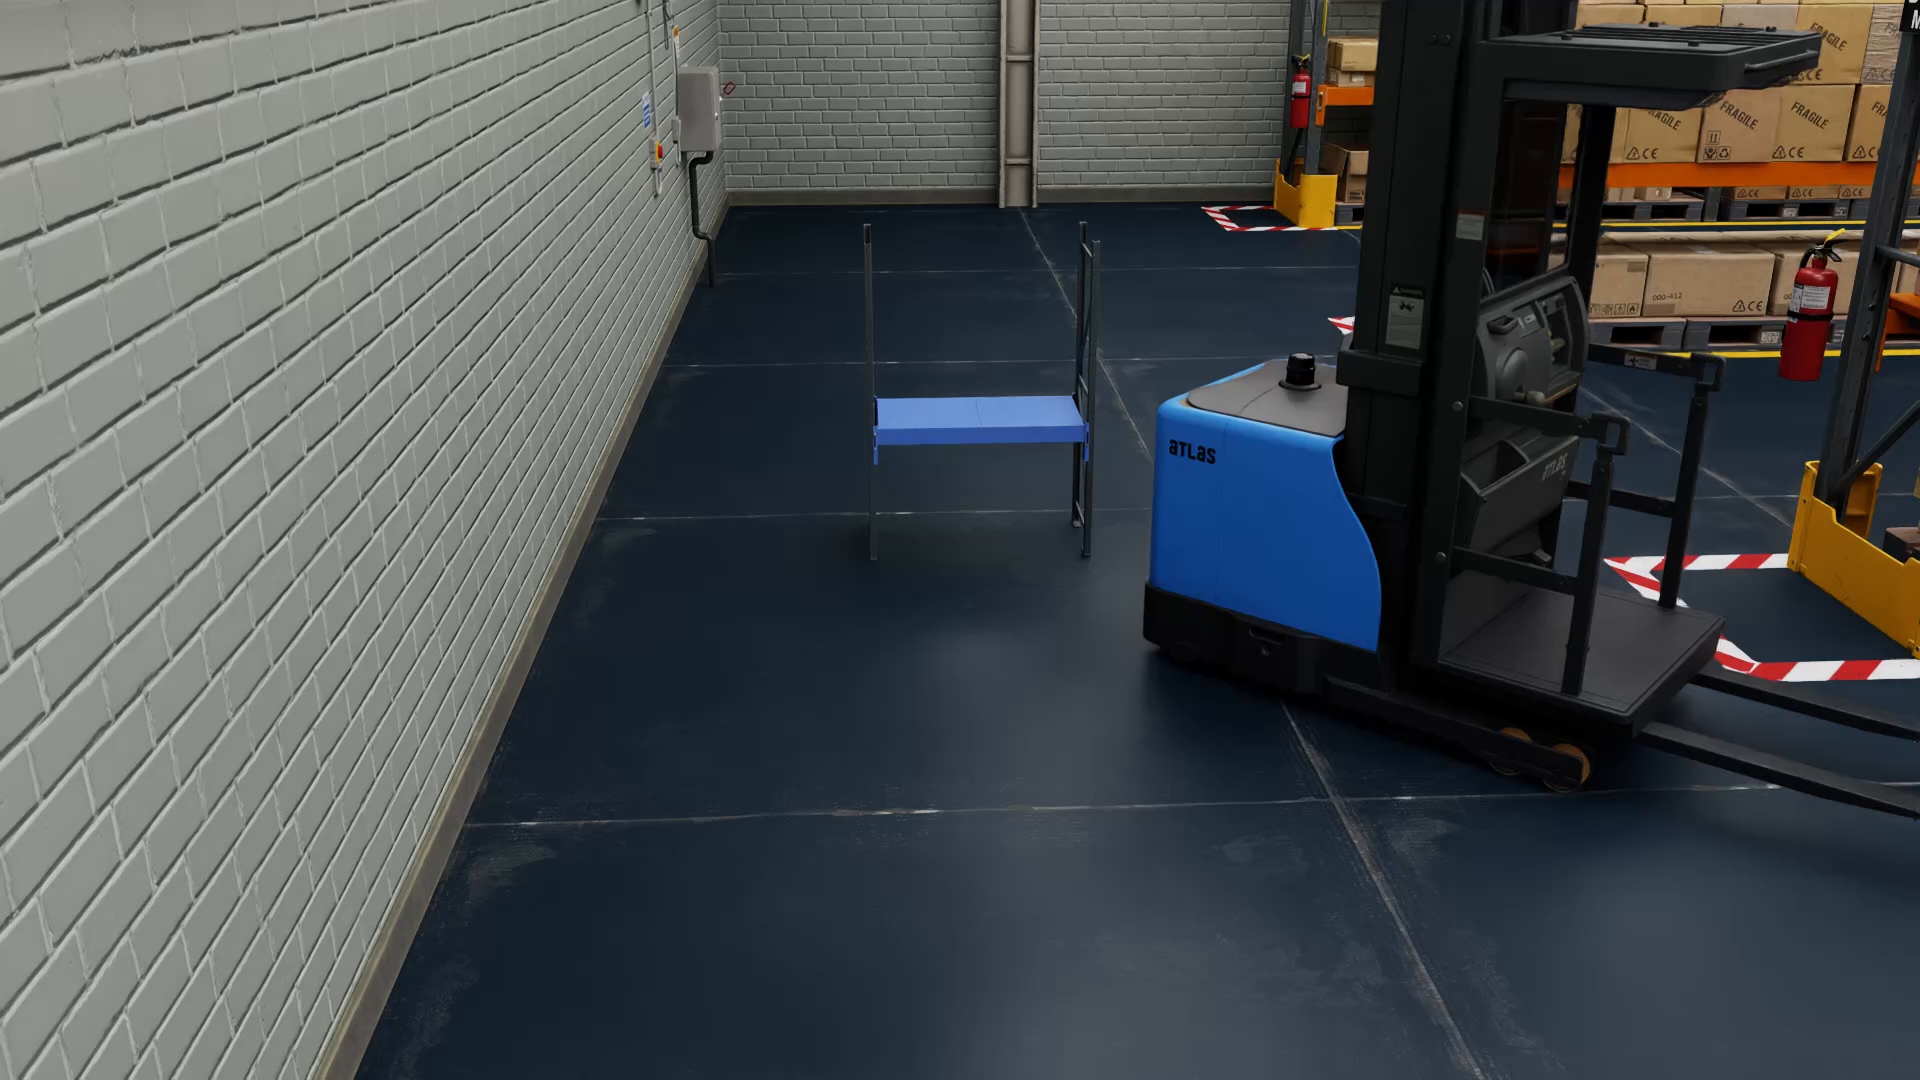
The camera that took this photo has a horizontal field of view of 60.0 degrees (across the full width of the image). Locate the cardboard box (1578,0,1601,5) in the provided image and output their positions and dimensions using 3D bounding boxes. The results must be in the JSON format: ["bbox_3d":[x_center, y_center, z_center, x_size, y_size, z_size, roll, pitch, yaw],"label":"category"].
[{"bbox_3d":[3.990,-3.574,10.835,0.250,0.149,0.380,-1,21,-2],"label":"cardboard box"}]

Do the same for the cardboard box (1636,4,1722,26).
[{"bbox_3d":[4.631,-3.283,10.983,0.500,0.500,0.500,-2,21,-5],"label":"cardboard box"}]

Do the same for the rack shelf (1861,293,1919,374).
[{"bbox_3d":[6.000,-0.796,7.007,4.000,0.370,1.077,-1,21,-3],"label":"rack shelf"}]

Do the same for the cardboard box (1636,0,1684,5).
[{"bbox_3d":[4.514,-3.569,10.822,0.250,0.149,0.380,-1,21,-1],"label":"cardboard box"}]

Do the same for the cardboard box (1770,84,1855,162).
[{"bbox_3d":[5.627,-2.842,11.231,0.500,0.500,0.500,0,21,-1],"label":"cardboard box"}]

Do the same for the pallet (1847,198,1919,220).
[{"bbox_3d":[9.357,-3.445,16.872,1.213,0.211,1.003,-1,21,-3],"label":"pallet"}]

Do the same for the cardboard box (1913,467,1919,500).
[{"bbox_3d":[4.514,-0.206,7.446,0.250,0.149,0.380,-2,21,-5],"label":"cardboard box"}]

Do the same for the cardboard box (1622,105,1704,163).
[{"bbox_3d":[4.619,-2.822,11.178,0.500,0.500,0.500,-1,21,-4],"label":"cardboard box"}]

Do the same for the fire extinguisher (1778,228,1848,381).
[{"bbox_3d":[3.726,-1.040,7.269,0.183,0.674,0.296,-1,21,-3],"label":"fire extinguisher"}]

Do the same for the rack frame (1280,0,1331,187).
[{"bbox_3d":[3.333,-4.611,16.016,0.127,3.000,1.000,-1,21,-3],"label":"rack frame"}]

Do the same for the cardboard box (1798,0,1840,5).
[{"bbox_3d":[5.541,-3.590,10.878,0.250,0.149,0.380,-2,21,-4],"label":"cardboard box"}]

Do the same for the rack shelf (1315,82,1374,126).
[{"bbox_3d":[5.330,-4.315,16.251,4.000,0.370,1.077,-1,21,-3],"label":"rack shelf"}]

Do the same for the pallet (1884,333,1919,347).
[{"bbox_3d":[6.850,-1.638,12.127,1.213,0.211,1.003,-1,21,-3],"label":"pallet"}]

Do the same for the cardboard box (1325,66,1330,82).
[{"bbox_3d":[3.648,-4.596,16.329,0.250,0.149,0.380,-1,21,-4],"label":"cardboard box"}]

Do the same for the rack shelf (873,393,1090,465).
[{"bbox_3d":[0.085,-0.535,7.923,1.000,0.185,0.538,-1,21,-3],"label":"rack shelf"}]

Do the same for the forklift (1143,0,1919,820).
[{"bbox_3d":[2.214,-0.700,5.841,3.031,2.935,1.130,16,26,37],"label":"forklift"}]

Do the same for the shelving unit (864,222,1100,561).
[{"bbox_3d":[0.085,-0.703,7.859,1.048,1.500,0.538,-1,21,-3],"label":"shelving unit"}]

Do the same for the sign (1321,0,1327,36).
[{"bbox_3d":[3.364,-4.823,15.356,0.005,0.325,0.100,-1,21,-3],"label":"sign"}]

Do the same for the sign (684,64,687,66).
[{"bbox_3d":[-2.217,-3.601,13.497,0.001,0.494,0.329,-1,21,-3],"label":"sign"}]

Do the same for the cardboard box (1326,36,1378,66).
[{"bbox_3d":[3.777,-4.784,16.262,0.500,0.250,0.500,-1,21,-1],"label":"cardboard box"}]

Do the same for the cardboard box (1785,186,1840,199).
[{"bbox_3d":[8.353,-3.664,16.453,0.500,0.500,0.500,-1,21,-4],"label":"cardboard box"}]

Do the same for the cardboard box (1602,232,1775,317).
[{"bbox_3d":[5.186,-1.917,11.951,0.875,0.438,0.875,-1,21,-2],"label":"cardboard box"}]

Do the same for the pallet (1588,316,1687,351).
[{"bbox_3d":[4.414,-1.589,11.997,1.213,0.211,1.003,-1,21,-3],"label":"pallet"}]

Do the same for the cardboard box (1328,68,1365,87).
[{"bbox_3d":[3.677,-4.403,15.822,0.250,0.149,0.380,-1,21,-3],"label":"cardboard box"}]

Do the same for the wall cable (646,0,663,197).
[{"bbox_3d":[-2.008,-3.214,10.876,0.123,1.953,0.585,-1,21,-3],"label":"wall cable"}]

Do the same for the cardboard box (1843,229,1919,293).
[{"bbox_3d":[6.980,-1.953,12.046,0.875,0.438,0.875,-1,21,-4],"label":"cardboard box"}]

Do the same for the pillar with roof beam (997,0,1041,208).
[{"bbox_3d":[0.835,-6.151,11.629,0.400,9.000,9.100,-1,21,-3],"label":"pillar with roof beam"}]

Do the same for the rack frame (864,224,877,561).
[{"bbox_3d":[-0.422,-0.692,7.832,0.032,1.500,0.500,-1,21,-3],"label":"rack frame"}]

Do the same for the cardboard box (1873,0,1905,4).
[{"bbox_3d":[6.044,-3.623,10.965,0.250,0.149,0.380,-2,21,-4],"label":"cardboard box"}]

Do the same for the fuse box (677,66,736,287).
[{"bbox_3d":[-1.983,-2.872,13.260,0.414,1.711,0.539,-1,21,-3],"label":"fuse box"}]

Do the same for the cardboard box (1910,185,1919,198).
[{"bbox_3d":[9.370,-3.681,16.498,0.500,0.500,0.500,-2,21,-5],"label":"cardboard box"}]

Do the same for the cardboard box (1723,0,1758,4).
[{"bbox_3d":[5.035,-3.605,10.916,0.250,0.149,0.380,-1,21,-3],"label":"cardboard box"}]

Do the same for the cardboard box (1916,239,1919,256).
[{"bbox_3d":[4.437,-1.378,6.965,0.500,0.500,0.500,-1,21,-2],"label":"cardboard box"}]

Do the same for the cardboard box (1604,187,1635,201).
[{"bbox_3d":[6.430,-3.488,16.319,0.258,0.266,0.396,0,21,-1],"label":"cardboard box"}]

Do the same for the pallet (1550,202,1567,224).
[{"bbox_3d":[5.420,-3.349,16.622,1.213,0.211,1.003,-1,21,-3],"label":"pallet"}]

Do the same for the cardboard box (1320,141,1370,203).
[{"bbox_3d":[3.949,-3.619,16.330,0.637,0.503,0.797,-2,21,-5],"label":"cardboard box"}]

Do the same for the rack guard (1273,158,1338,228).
[{"bbox_3d":[3.409,-3.444,16.465,0.348,0.500,1.175,-1,21,-3],"label":"rack guard"}]

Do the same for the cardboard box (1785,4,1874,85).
[{"bbox_3d":[5.642,-3.307,11.046,0.500,0.500,0.500,-1,21,-3],"label":"cardboard box"}]
